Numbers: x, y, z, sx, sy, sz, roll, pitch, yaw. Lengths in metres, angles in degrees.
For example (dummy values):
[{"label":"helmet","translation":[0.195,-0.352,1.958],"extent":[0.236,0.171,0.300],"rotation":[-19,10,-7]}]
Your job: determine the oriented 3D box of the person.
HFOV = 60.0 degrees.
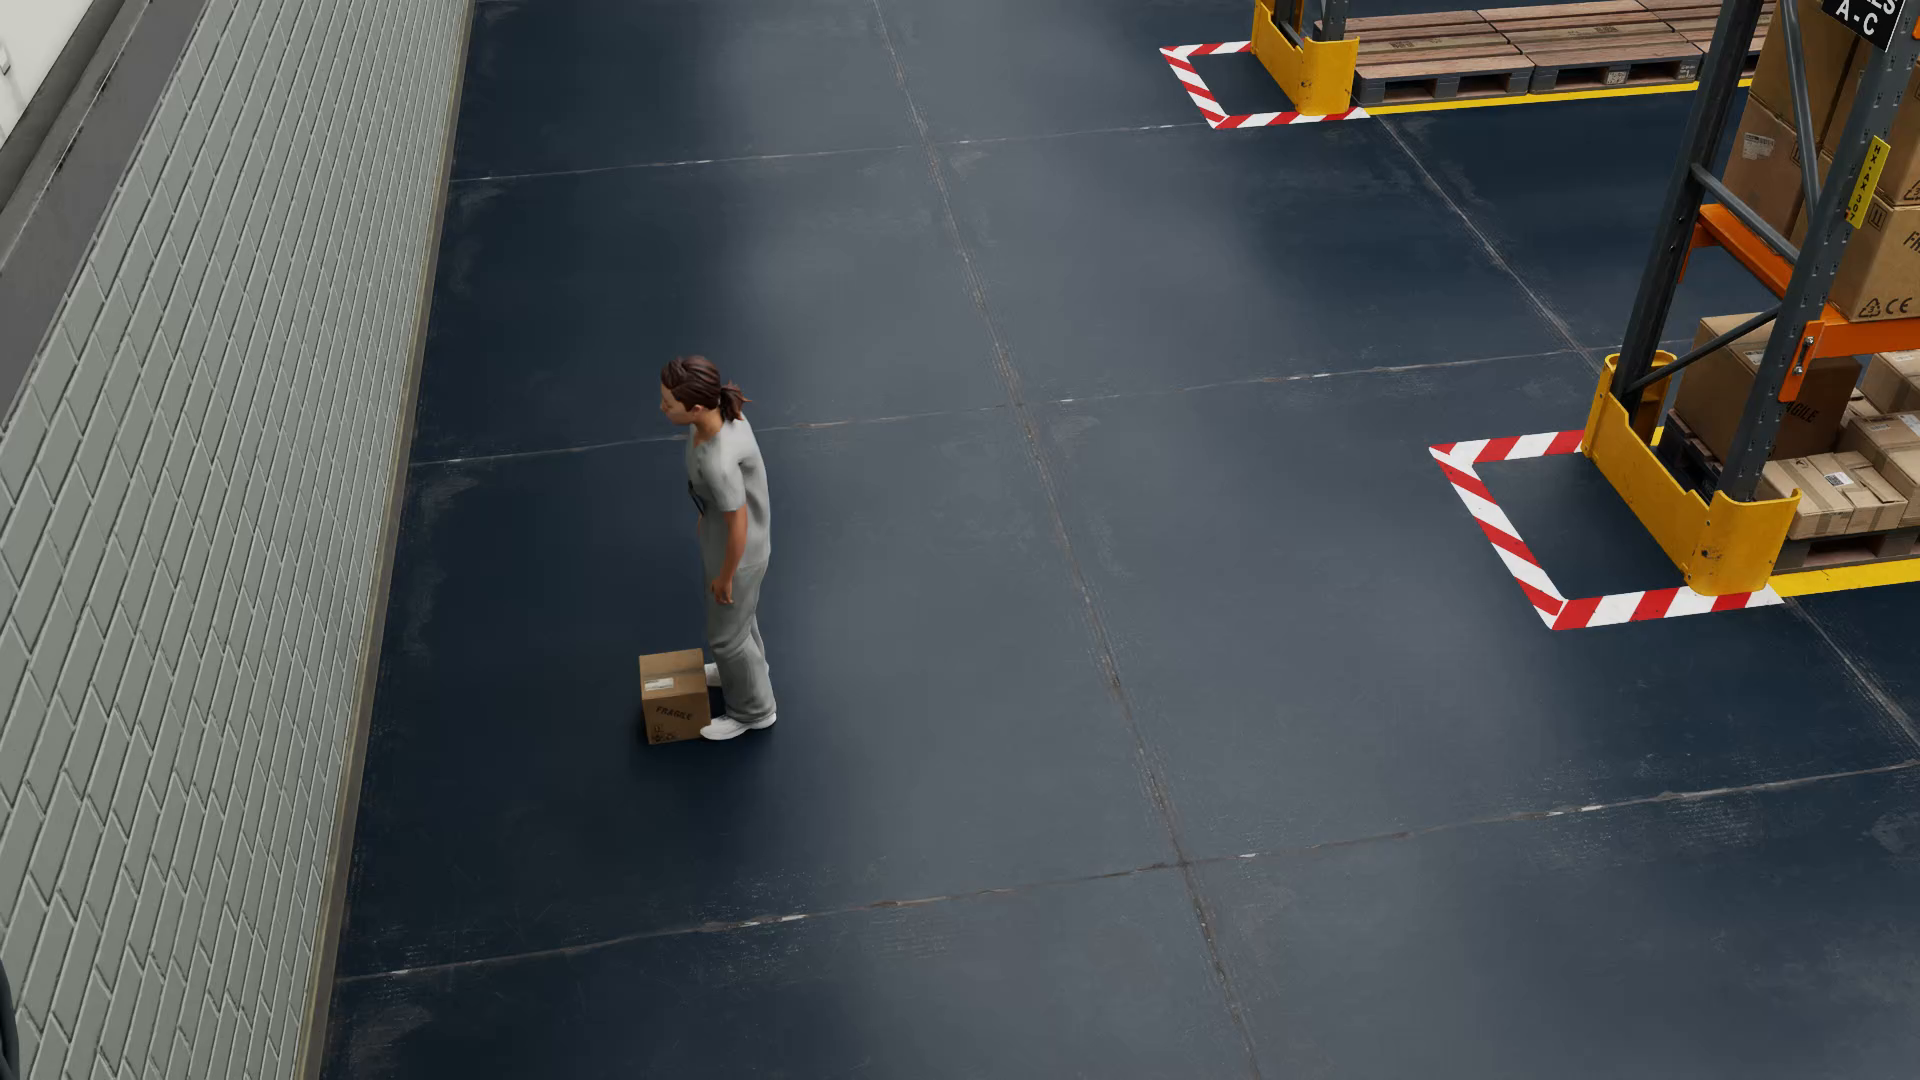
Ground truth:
[{"label":"person","translation":[-0.871,0.023,6.126],"extent":[0.361,1.672,0.491],"rotation":[-8,39,-9]}]
